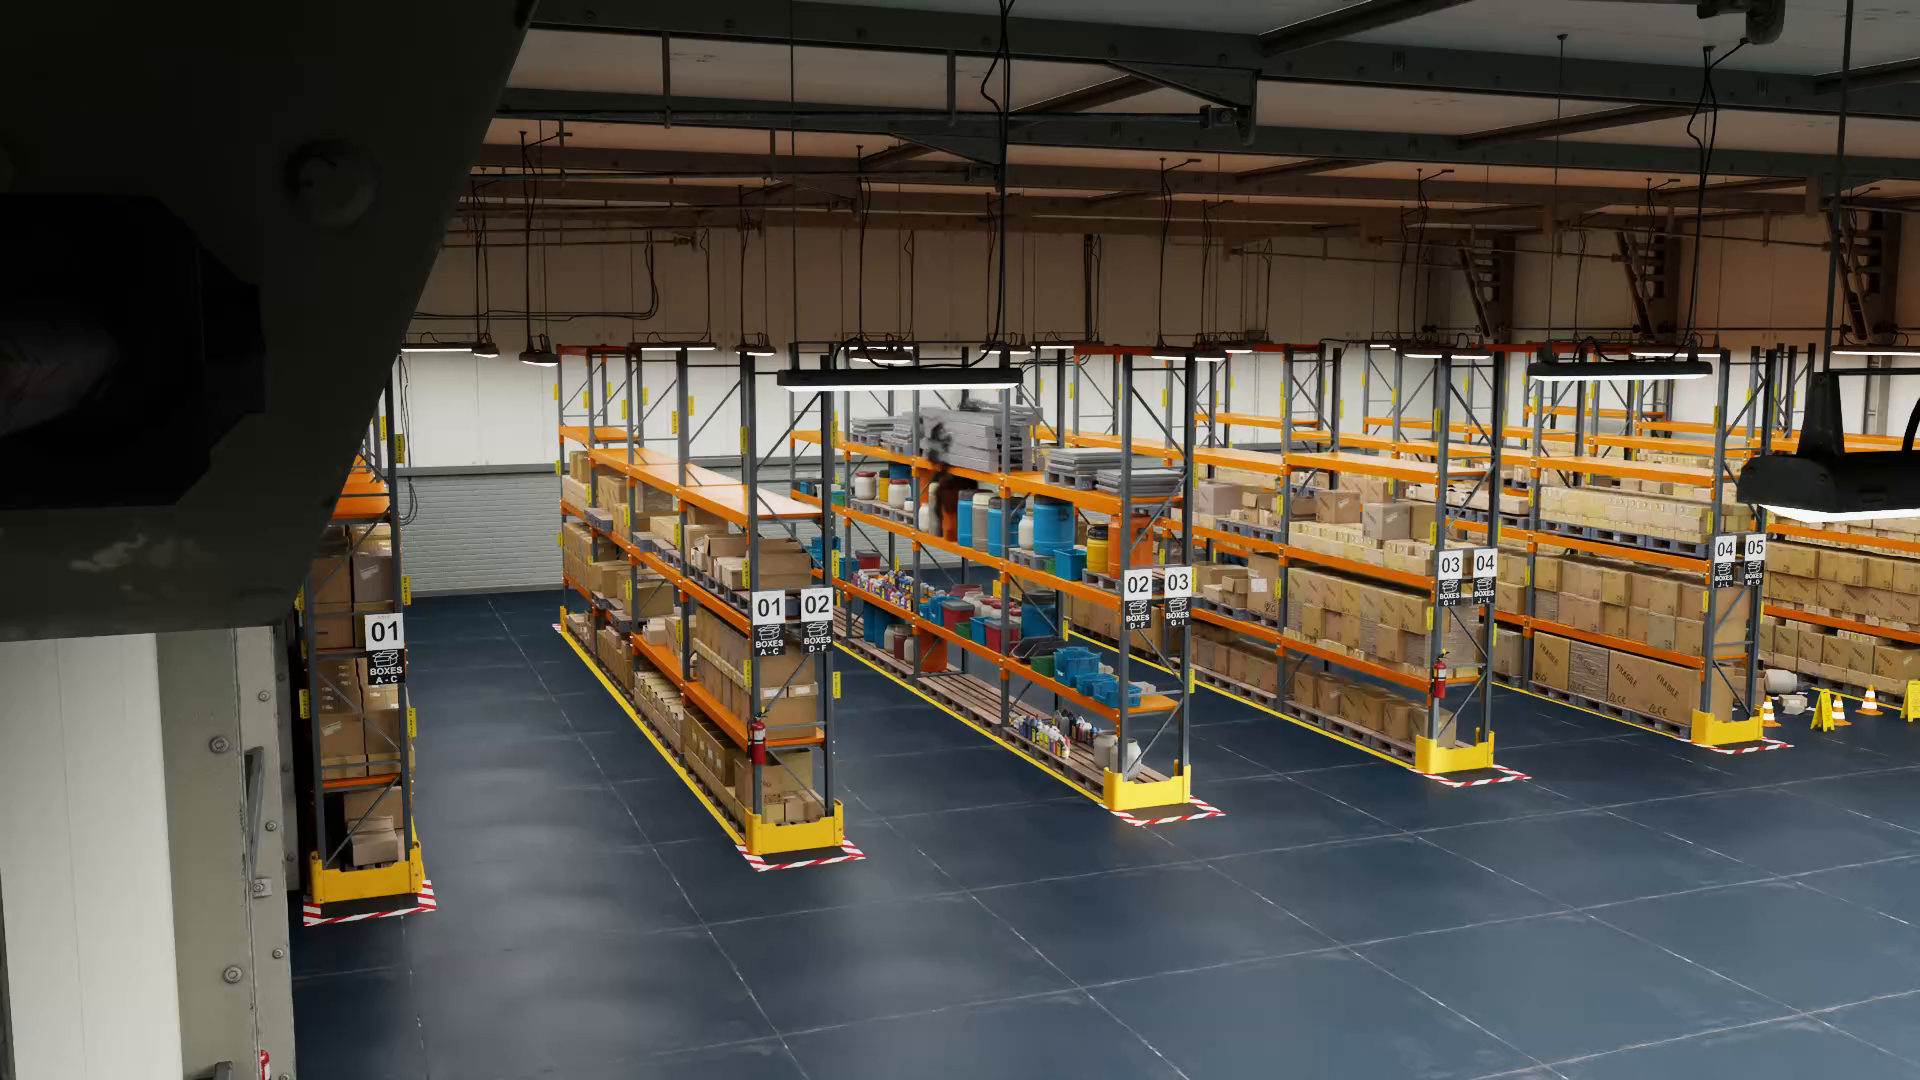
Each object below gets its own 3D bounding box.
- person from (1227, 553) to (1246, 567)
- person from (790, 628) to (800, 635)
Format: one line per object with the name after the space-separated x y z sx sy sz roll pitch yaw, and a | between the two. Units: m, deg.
6.970 0.186 42.159 0.703 1.639 0.503 -4 8 -26 | person
-3.130 1.426 29.863 0.663 1.695 0.752 -5 9 -34 | person
